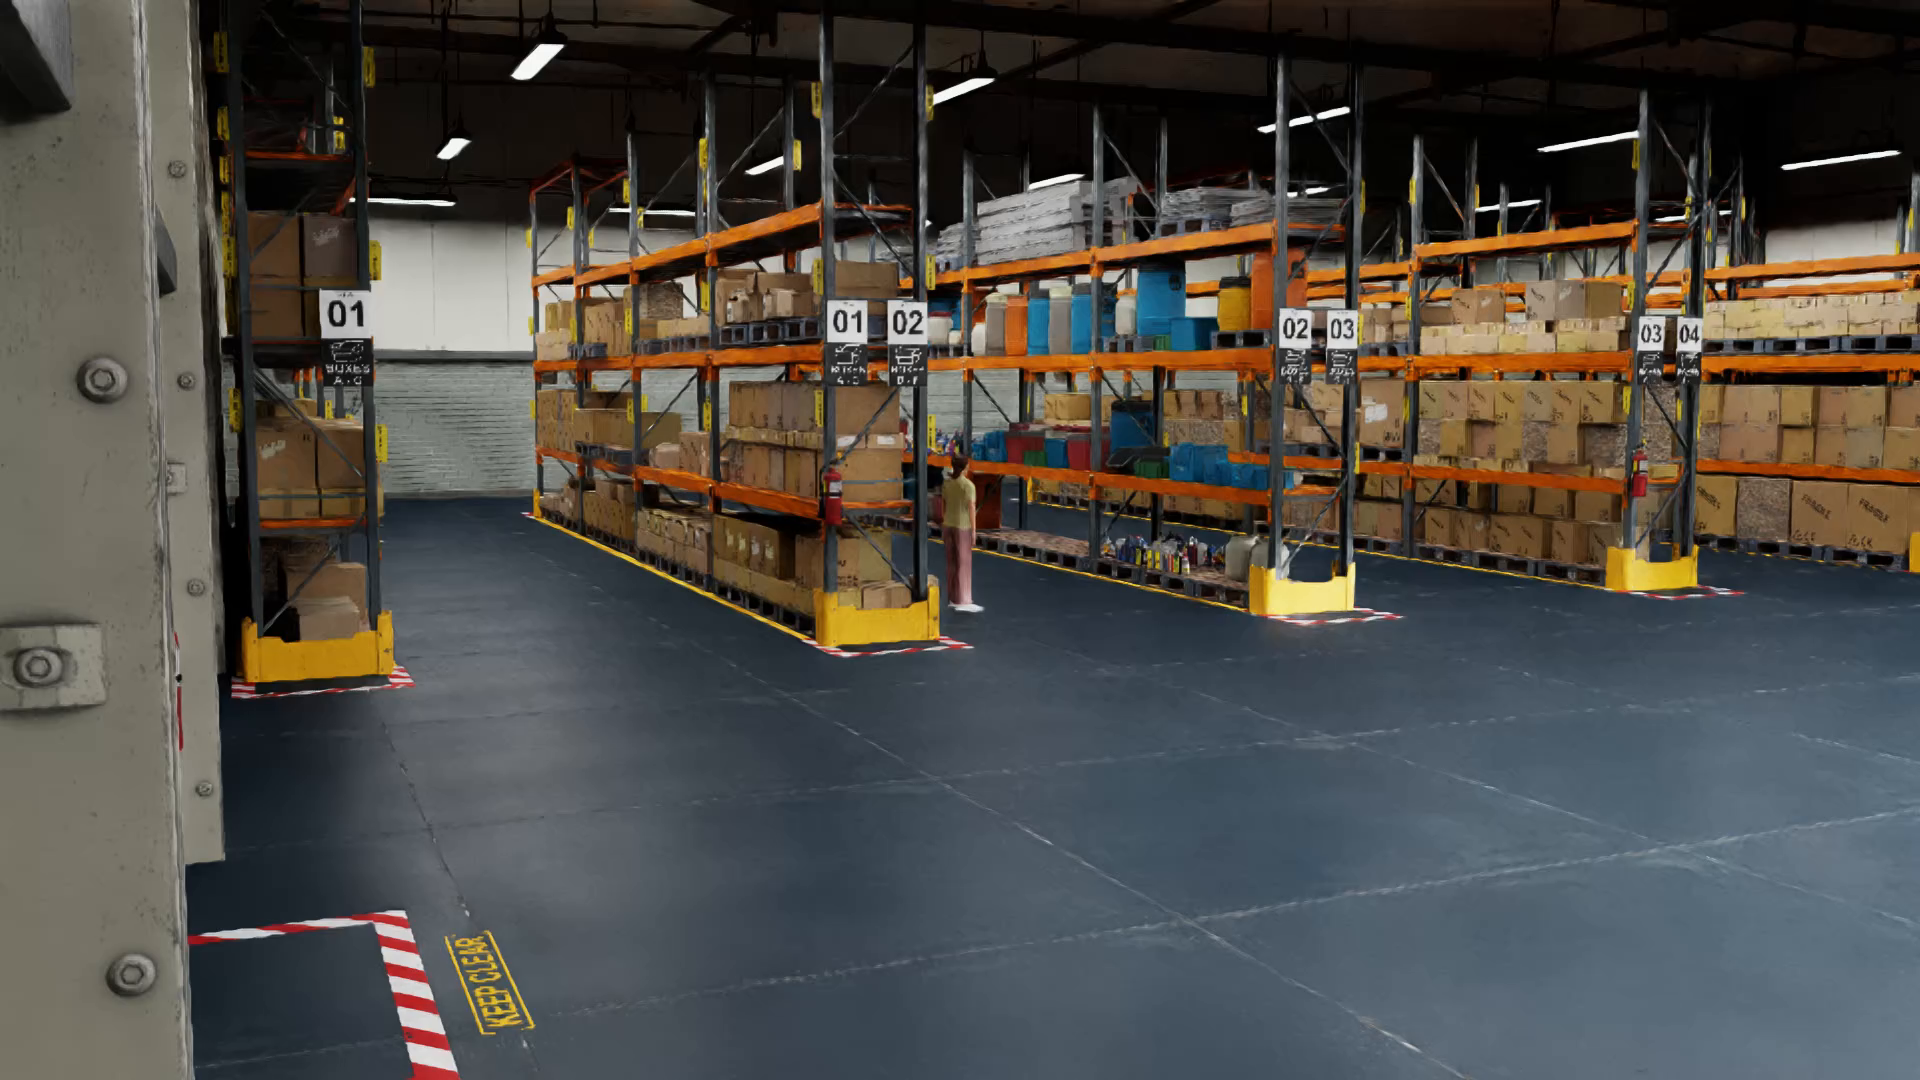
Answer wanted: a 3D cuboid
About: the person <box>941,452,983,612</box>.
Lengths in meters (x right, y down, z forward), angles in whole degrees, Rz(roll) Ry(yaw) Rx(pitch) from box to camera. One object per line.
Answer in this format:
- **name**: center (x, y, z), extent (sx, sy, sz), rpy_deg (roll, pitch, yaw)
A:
- **person**: center (0.042, -0.095, 17.680), extent (0.524, 1.679, 0.451), rpy_deg (5, 8, 44)
